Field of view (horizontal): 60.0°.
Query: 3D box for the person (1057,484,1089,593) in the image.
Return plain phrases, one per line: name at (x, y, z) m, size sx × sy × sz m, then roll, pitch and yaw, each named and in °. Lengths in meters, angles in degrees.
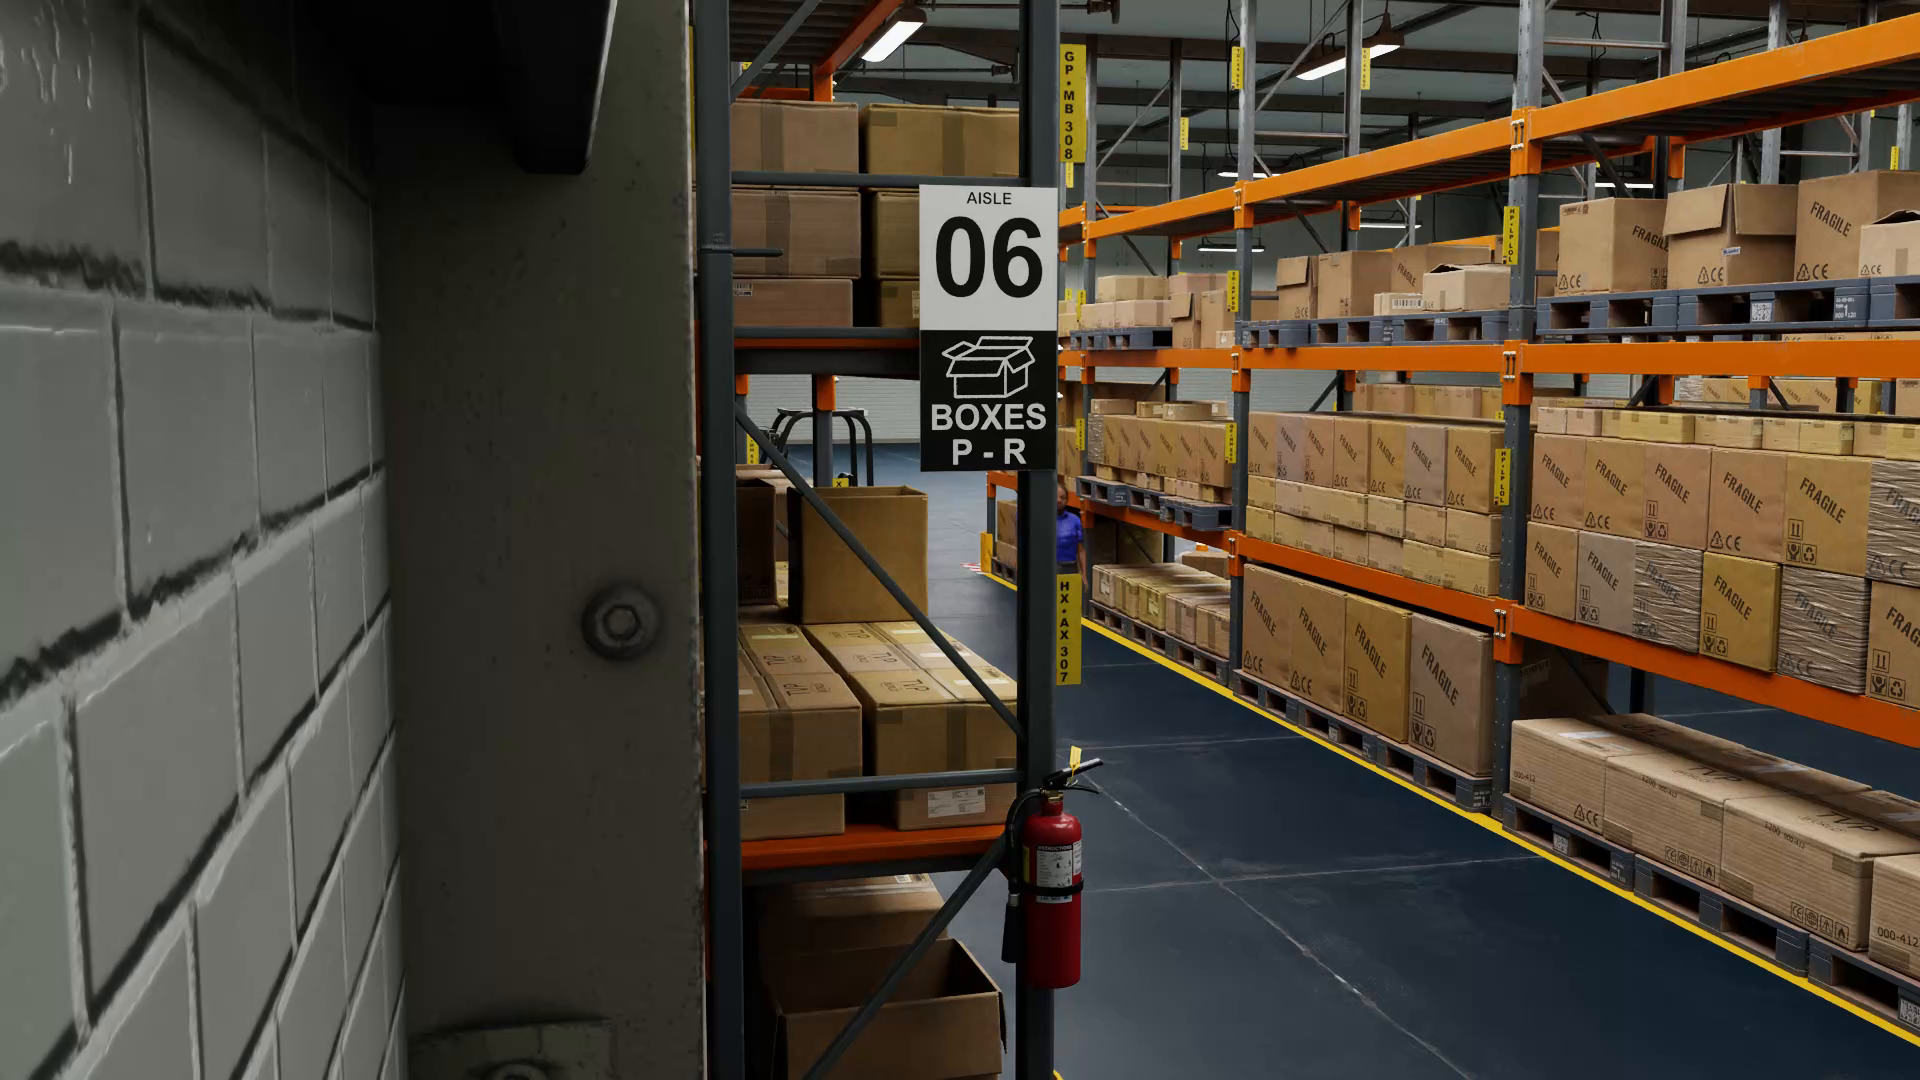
person at (0.883, 0.313, 14.568) m, size 0.447 × 1.604 × 0.989 m, roll -2°, pitch 6°, yaw -14°
